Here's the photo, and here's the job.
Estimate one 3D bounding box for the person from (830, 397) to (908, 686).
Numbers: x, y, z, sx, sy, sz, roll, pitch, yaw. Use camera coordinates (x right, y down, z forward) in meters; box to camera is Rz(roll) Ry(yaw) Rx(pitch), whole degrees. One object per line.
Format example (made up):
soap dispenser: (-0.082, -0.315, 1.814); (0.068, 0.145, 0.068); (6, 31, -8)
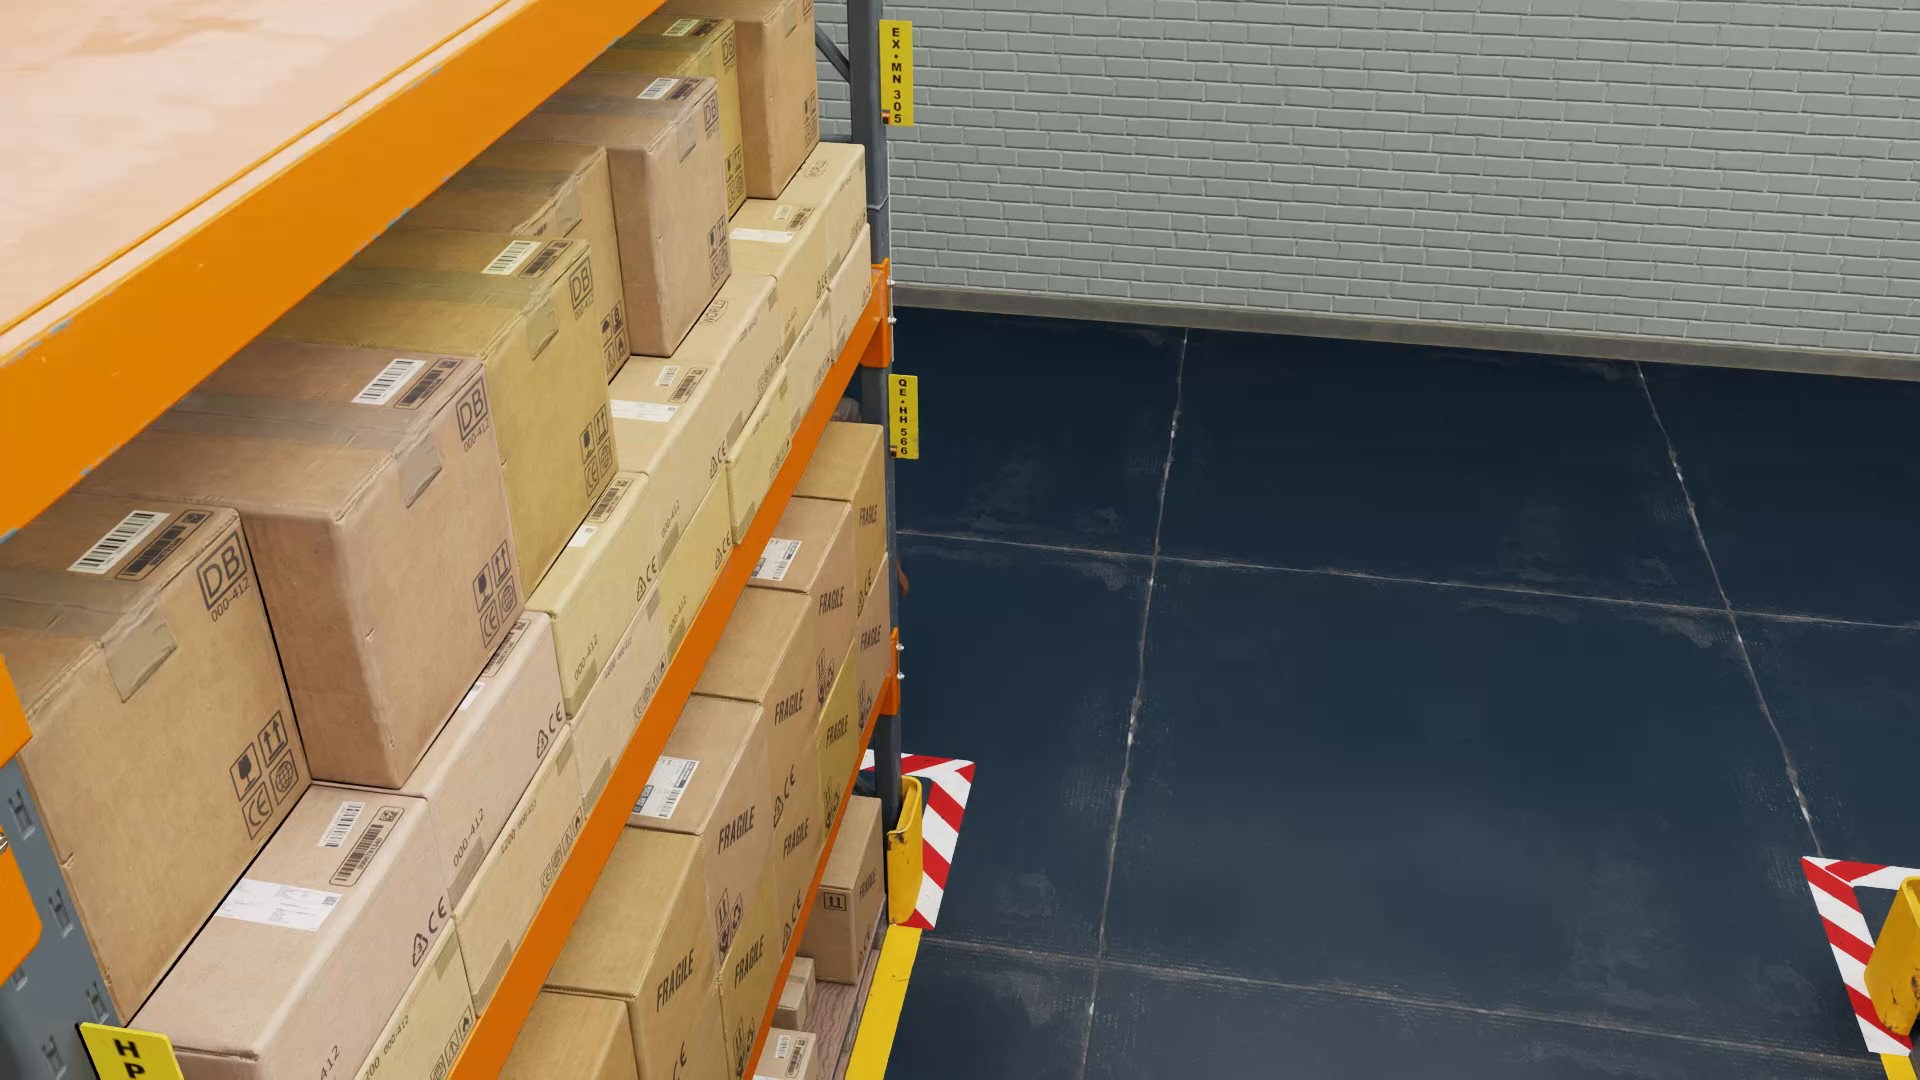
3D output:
person: (-0.547, 0.091, 7.594); (0.654, 1.647, 0.556); (11, 34, 17)
